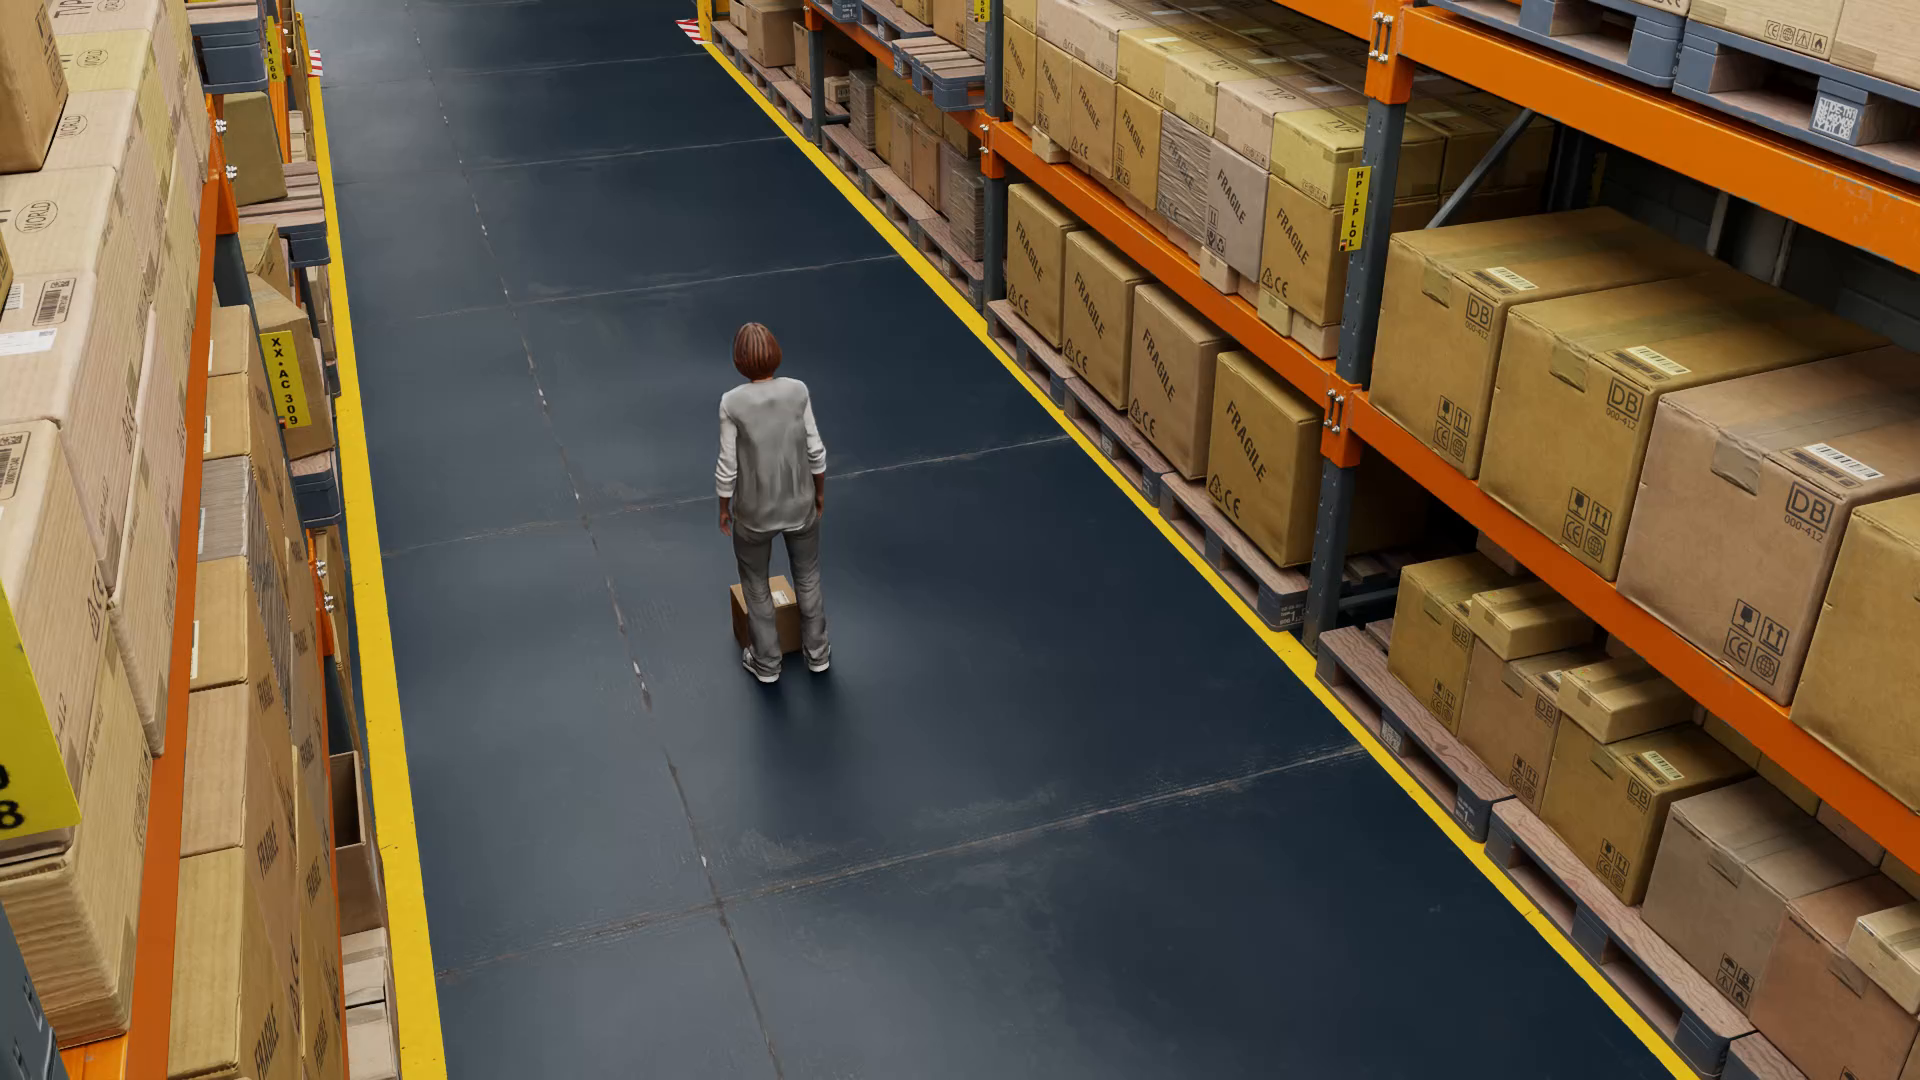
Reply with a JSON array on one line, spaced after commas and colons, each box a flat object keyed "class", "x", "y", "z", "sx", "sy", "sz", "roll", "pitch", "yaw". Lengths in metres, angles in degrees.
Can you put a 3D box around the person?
[{"class": "person", "x": -0.767, "y": -0.126, "z": 6.855, "sx": 0.462, "sy": 1.594, "sz": 0.343, "roll": -10, "pitch": 32, "yaw": -17}]
